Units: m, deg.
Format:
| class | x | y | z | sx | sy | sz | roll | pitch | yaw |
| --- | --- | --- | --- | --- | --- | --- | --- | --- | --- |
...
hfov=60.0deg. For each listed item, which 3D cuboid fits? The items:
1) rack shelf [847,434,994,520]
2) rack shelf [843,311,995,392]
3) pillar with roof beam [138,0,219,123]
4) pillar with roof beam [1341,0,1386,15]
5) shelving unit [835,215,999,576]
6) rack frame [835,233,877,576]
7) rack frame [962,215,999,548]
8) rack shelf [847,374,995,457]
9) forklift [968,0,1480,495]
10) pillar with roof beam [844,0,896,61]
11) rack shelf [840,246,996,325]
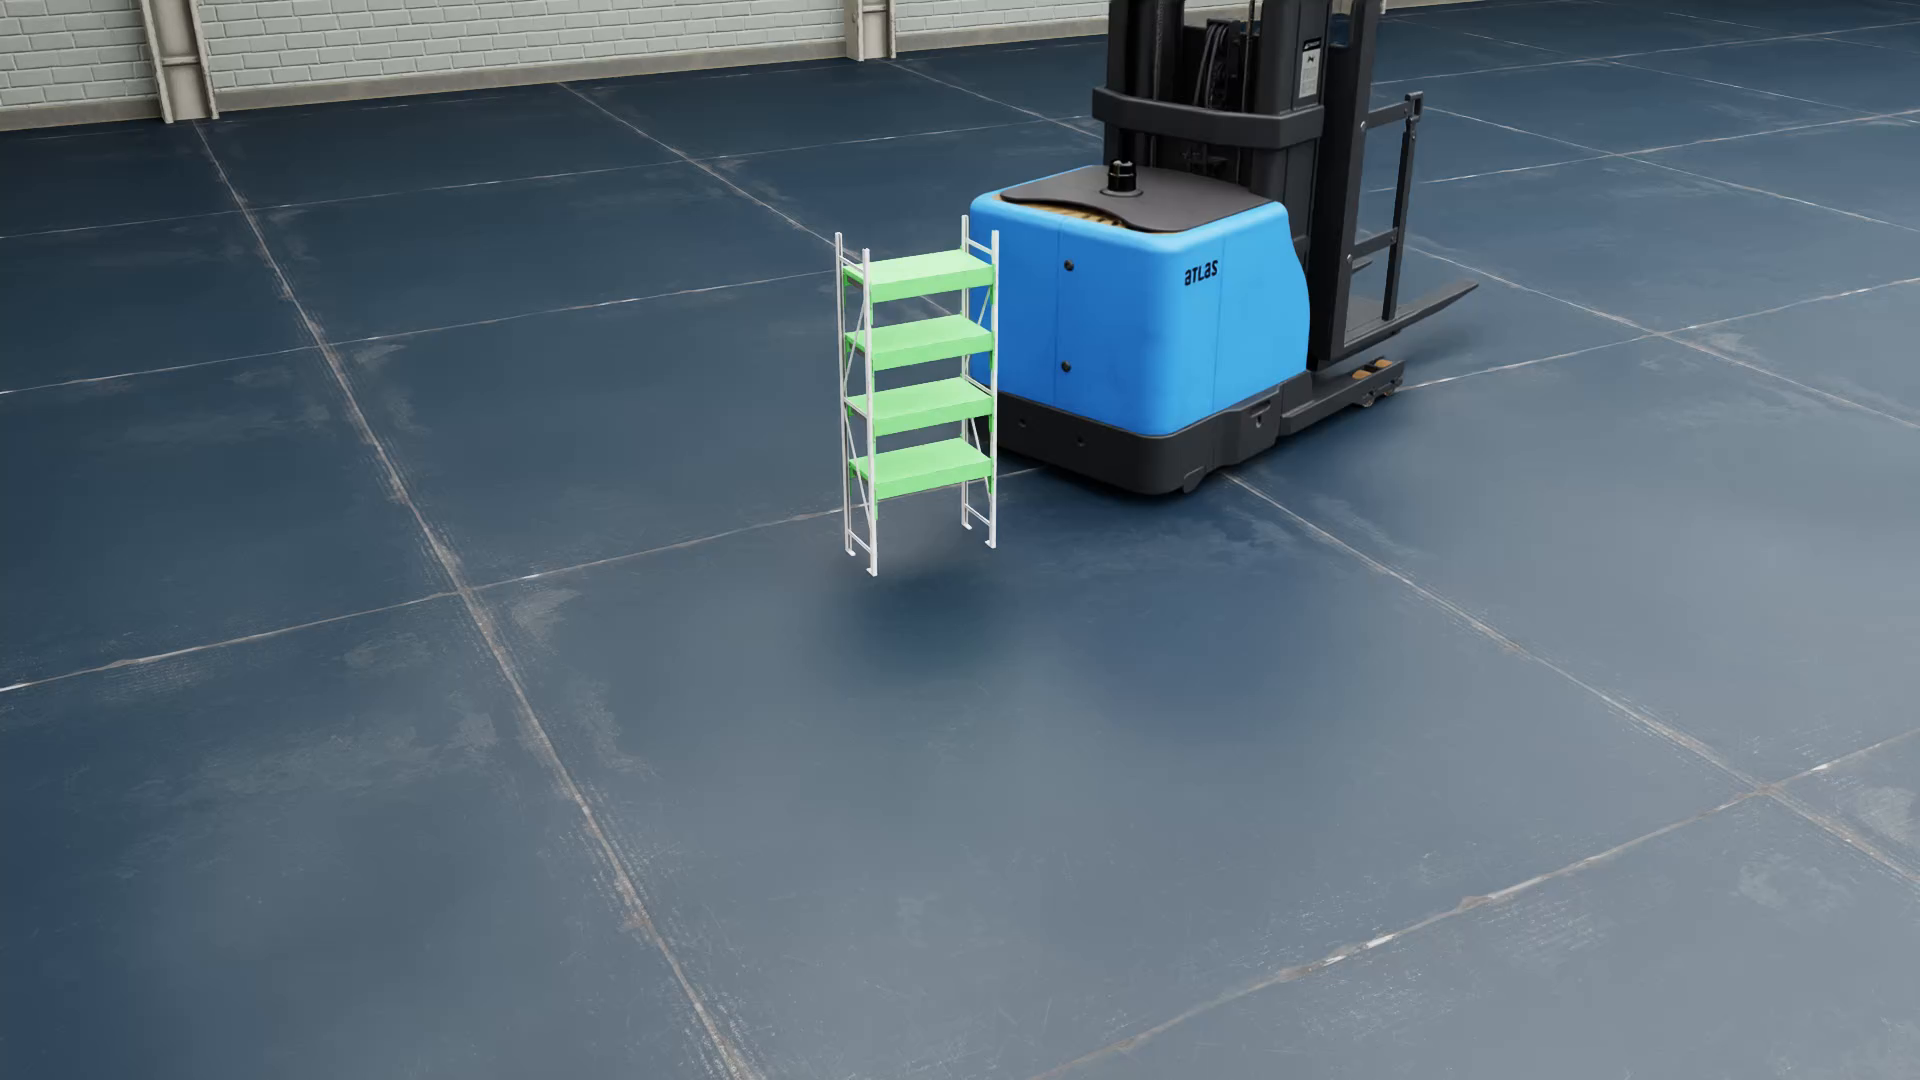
| class | x | y | z | sx | sy | sz | roll | pitch | yaw |
| --- | --- | --- | --- | --- | --- | --- | --- | --- | --- |
| rack shelf | -0.146 | -0.233 | 6.052 | 0.480 | 0.148 | 0.258 | -13 | 29 | -25 |
| rack shelf | -0.146 | -0.666 | 5.844 | 0.480 | 0.148 | 0.258 | -13 | 29 | -25 |
| pillar with roof beam | -4.119 | -5.788 | 7.909 | 0.400 | 9.000 | 9.100 | -13 | 29 | -25 |
| pillar with roof beam | 6.470 | -8.232 | 12.999 | 0.400 | 9.000 | 9.100 | -13 | 29 | -25 |
| shelving unit | -0.146 | -0.507 | 5.920 | 0.503 | 1.200 | 0.258 | -13 | 29 | -25 |
| rack frame | -0.361 | -0.457 | 5.817 | 0.015 | 1.200 | 0.240 | -13 | 29 | -25 |
| rack frame | 0.069 | -0.557 | 6.024 | 0.015 | 1.200 | 0.240 | -13 | 29 | -25 |
| rack shelf | -0.146 | -0.450 | 5.948 | 0.480 | 0.148 | 0.258 | -13 | 29 | -25 |
| forklift | 1.386 | -2.050 | 7.134 | 1.130 | 2.935 | 3.031 | 21 | 33 | 37 |
| pillar with roof beam | 1.175 | -7.010 | 10.454 | 0.400 | 9.000 | 9.100 | -13 | 29 | -25 |
| rack shelf | -0.146 | -0.882 | 5.740 | 0.480 | 0.148 | 0.258 | -13 | 29 | -25 |
